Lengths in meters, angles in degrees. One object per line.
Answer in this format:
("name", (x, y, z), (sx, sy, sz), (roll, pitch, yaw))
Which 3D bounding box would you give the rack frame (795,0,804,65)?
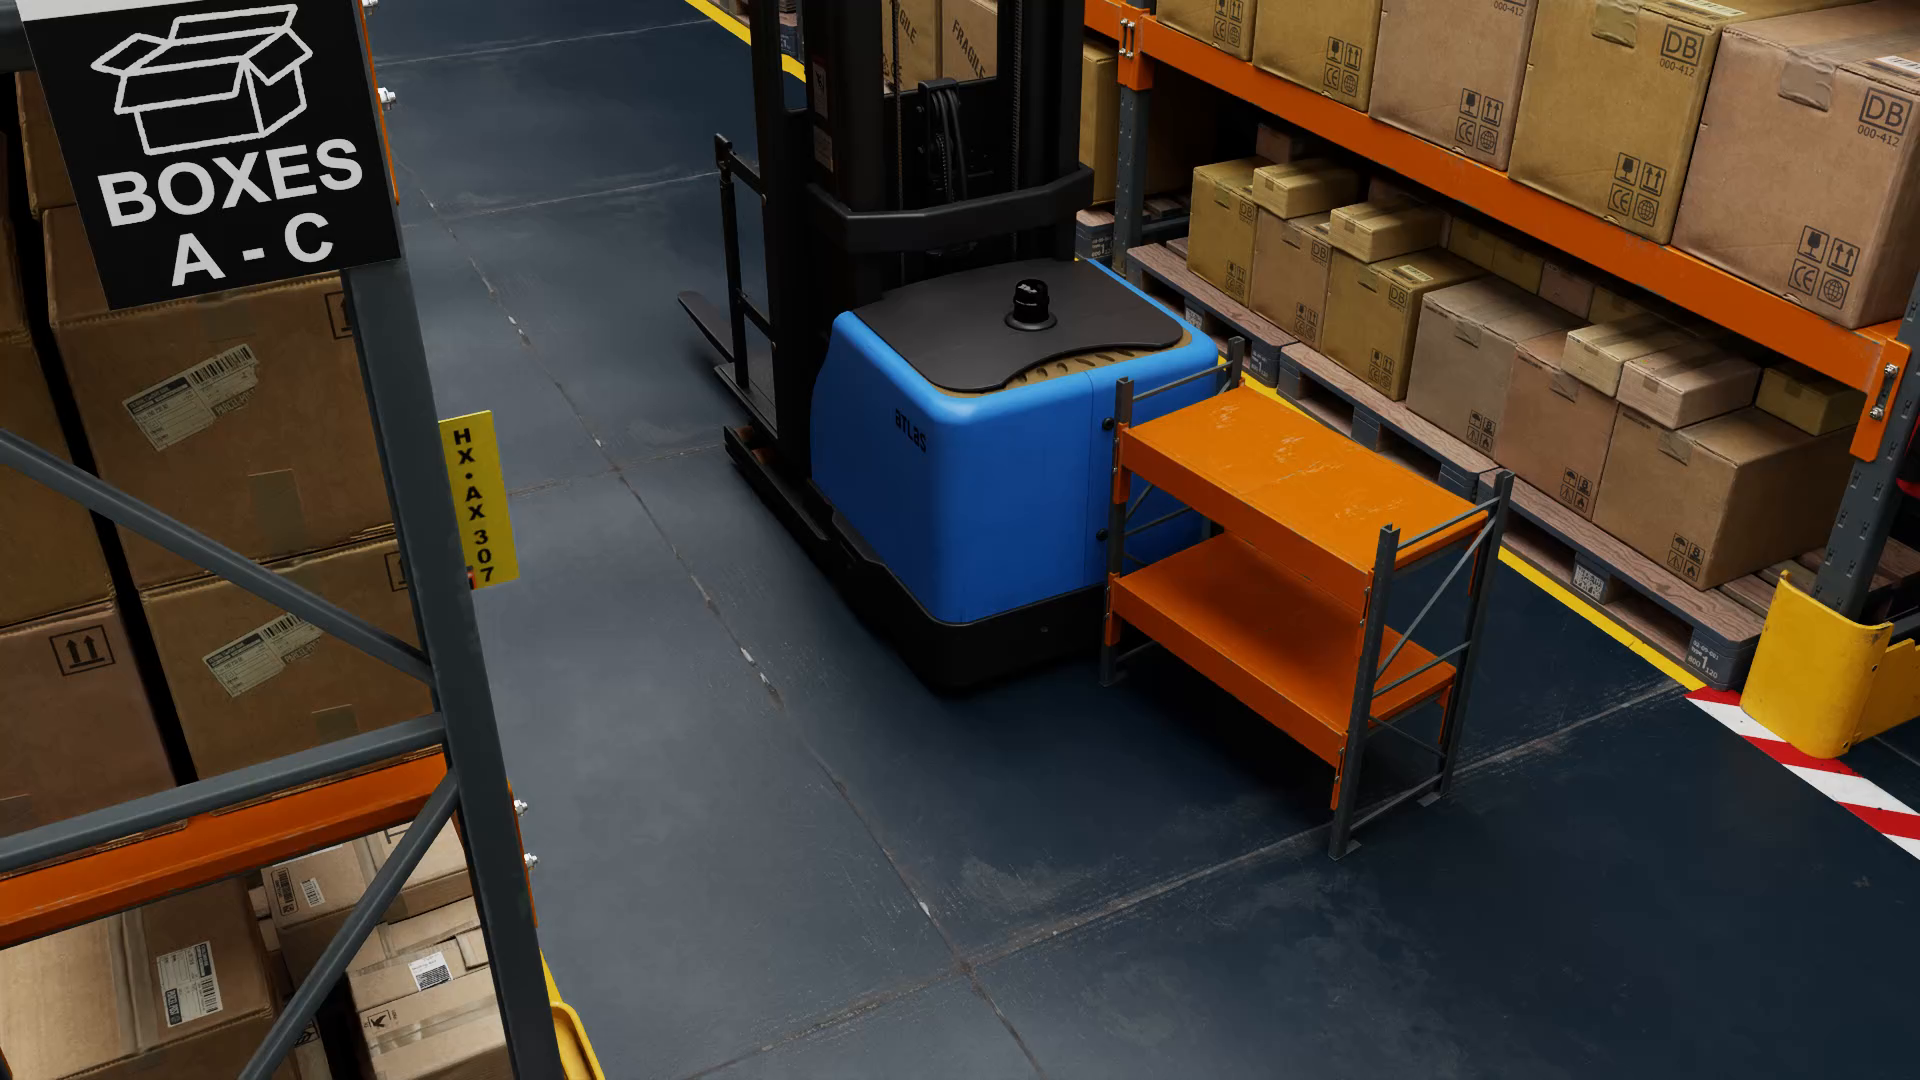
("rack frame", (-0.633, -4.625, 10.688), (1.000, 3.000, 0.127), (-16, 36, -23))

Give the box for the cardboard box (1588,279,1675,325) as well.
("cardboard box", (2.564, -0.865, 6.146), (0.380, 0.149, 0.250), (-16, 36, -23))

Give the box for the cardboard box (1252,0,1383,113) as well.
("cardboard box", (1.806, -2.230, 6.671), (0.980, 0.700, 0.700), (-17, 36, -24))

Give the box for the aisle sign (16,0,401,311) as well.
("aisle sign", (-0.992, -0.695, 2.145), (0.394, 0.787, 0.004), (-16, 36, -23))

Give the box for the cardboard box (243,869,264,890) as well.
("cardboard box", (-2.172, 0.755, 4.432), (0.500, 0.250, 0.500), (-16, 36, -23))

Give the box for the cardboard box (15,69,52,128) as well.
("cardboard box", (-1.737, -0.788, 3.680), (0.500, 0.500, 0.500), (-15, 36, -22))

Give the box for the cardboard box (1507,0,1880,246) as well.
("cardboard box", (2.501, -1.519, 5.562), (0.980, 0.700, 0.700), (-16, 36, -23))

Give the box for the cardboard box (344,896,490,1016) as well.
("cardboard box", (-1.292, 1.043, 4.060), (0.380, 0.166, 0.250), (-16, 36, -23))

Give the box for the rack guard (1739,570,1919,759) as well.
("rack guard", (3.108, 0.257, 5.386), (1.175, 0.500, 0.348), (-16, 36, -23))

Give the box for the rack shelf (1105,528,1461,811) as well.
("rack shelf", (0.973, 0.354, 5.108), (0.538, 0.278, 1.000), (-22, 39, -30))

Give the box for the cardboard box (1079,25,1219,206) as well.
("cardboard box", (0.813, -2.265, 8.608), (0.750, 0.750, 0.750), (-15, 36, -23))

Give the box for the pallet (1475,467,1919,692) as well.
("pallet", (2.655, 0.005, 6.046), (1.003, 0.211, 1.213), (-16, 36, -23))

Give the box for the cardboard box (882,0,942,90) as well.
("cardboard box", (-0.004, -3.093, 9.901), (0.750, 0.750, 0.750), (-16, 36, -23))

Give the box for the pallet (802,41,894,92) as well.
("pallet", (-0.333, -3.056, 10.824), (1.003, 0.211, 1.213), (-16, 36, -23))

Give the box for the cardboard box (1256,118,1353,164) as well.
("cardboard box", (1.598, -1.850, 7.683), (0.380, 0.149, 0.250), (-16, 36, -23))

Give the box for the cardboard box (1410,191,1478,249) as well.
("cardboard box", (2.085, -1.353, 6.907), (0.380, 0.149, 0.250), (-15, 36, -23))

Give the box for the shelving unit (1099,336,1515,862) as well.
("shelving unit", (0.973, 0.148, 4.976), (0.538, 1.125, 1.048), (-22, 39, -30))

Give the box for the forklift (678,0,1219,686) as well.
("forklift", (-0.292, -1.535, 5.929), (1.130, 2.935, 3.031), (-16, 36, -23))

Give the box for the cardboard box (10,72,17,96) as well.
("cardboard box", (-2.937, -1.390, 4.619), (0.500, 0.500, 0.500), (-17, 36, -25))

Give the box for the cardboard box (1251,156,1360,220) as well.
("cardboard box", (1.488, -1.521, 7.171), (0.380, 0.149, 0.250), (-15, 35, -22))

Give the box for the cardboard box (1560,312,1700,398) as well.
("cardboard box", (2.341, -0.651, 5.812), (0.380, 0.149, 0.250), (-15, 36, -22))

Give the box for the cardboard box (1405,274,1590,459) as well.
("cardboard box", (2.213, -0.719, 6.519), (0.700, 0.500, 0.500), (-17, 36, -25))

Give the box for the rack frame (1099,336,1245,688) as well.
("rack frame", (0.670, -0.072, 5.320), (0.500, 1.125, 0.032), (-22, 39, -30))

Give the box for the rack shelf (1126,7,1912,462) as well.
("rack shelf", (2.164, -1.459, 6.413), (1.077, 0.370, 4.000), (-16, 36, -23))

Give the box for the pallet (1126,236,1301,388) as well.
("pallet", (1.517, -1.159, 7.864), (1.003, 0.211, 1.213), (-16, 36, -23))

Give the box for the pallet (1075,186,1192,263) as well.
("pallet", (0.805, -1.891, 9.006), (1.003, 0.211, 1.213), (-16, 36, -23))

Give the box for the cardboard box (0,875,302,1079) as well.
("cardboard box", (-1.755, 1.110, 3.646), (0.500, 0.500, 0.500), (-16, 36, -23))

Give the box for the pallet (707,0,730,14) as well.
("pallet", (-1.561, -4.406, 12.931), (1.003, 0.211, 1.213), (-16, 36, -23))

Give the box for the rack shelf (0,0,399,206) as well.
("rack shelf", (-2.217, -1.474, 3.656), (1.077, 0.370, 4.000), (-16, 36, -23))

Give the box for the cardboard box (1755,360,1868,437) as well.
("cardboard box", (2.917, -0.504, 5.583), (0.380, 0.149, 0.250), (-16, 36, -23))

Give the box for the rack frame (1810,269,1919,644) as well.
("rack frame", (3.097, -0.807, 4.729), (1.000, 3.000, 0.127), (-16, 36, -23))

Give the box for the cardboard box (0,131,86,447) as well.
("cardboard box", (-1.971, -0.407, 3.084), (0.500, 0.500, 0.500), (-15, 36, -22))

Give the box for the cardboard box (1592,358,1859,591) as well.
("cardboard box", (2.682, -0.240, 5.772), (0.700, 0.500, 0.500), (-16, 36, -23))

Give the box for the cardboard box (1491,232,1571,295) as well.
("cardboard box", (2.324, -1.109, 6.526), (0.380, 0.149, 0.250), (-15, 36, -23))

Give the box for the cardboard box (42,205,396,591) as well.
("cardboard box", (-1.258, -0.301, 2.919), (0.500, 0.500, 0.500), (-15, 35, -22))

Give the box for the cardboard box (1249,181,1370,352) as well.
("cardboard box", (1.721, -1.217, 7.297), (0.700, 0.500, 0.500), (-16, 36, -24))

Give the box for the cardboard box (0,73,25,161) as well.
("cardboard box", (-2.456, -0.898, 3.851), (0.500, 0.500, 0.500), (-15, 35, -22))

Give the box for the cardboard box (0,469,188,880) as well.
("cardboard box", (-1.734, 0.253, 2.981), (0.500, 0.500, 0.500), (-15, 35, -22))
